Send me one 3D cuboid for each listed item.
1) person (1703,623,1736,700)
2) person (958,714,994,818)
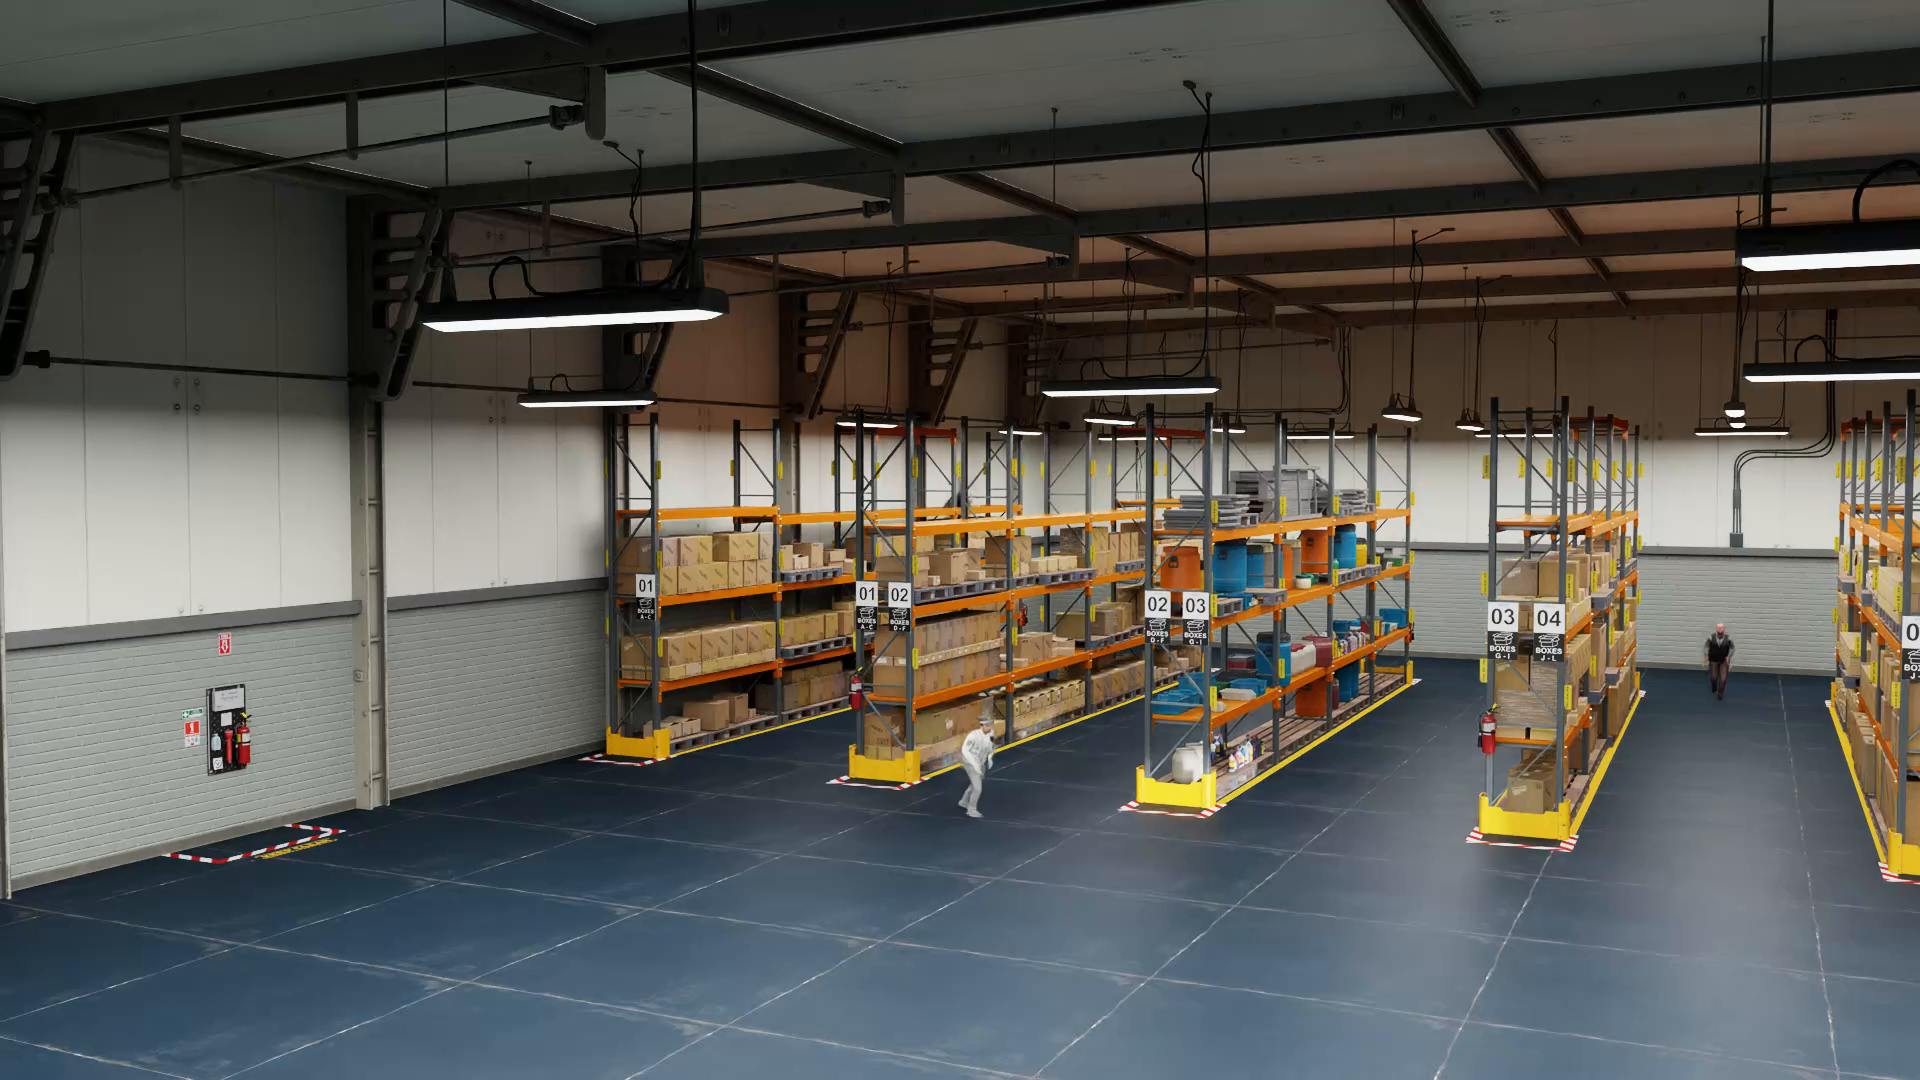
[{"bbox_3d":[16.556,2.649,36.267,0.650,1.674,0.617,1,3,26],"label":"person"},{"bbox_3d":[0.210,3.241,24.015,0.850,1.527,0.631,2,3,42],"label":"person"}]
